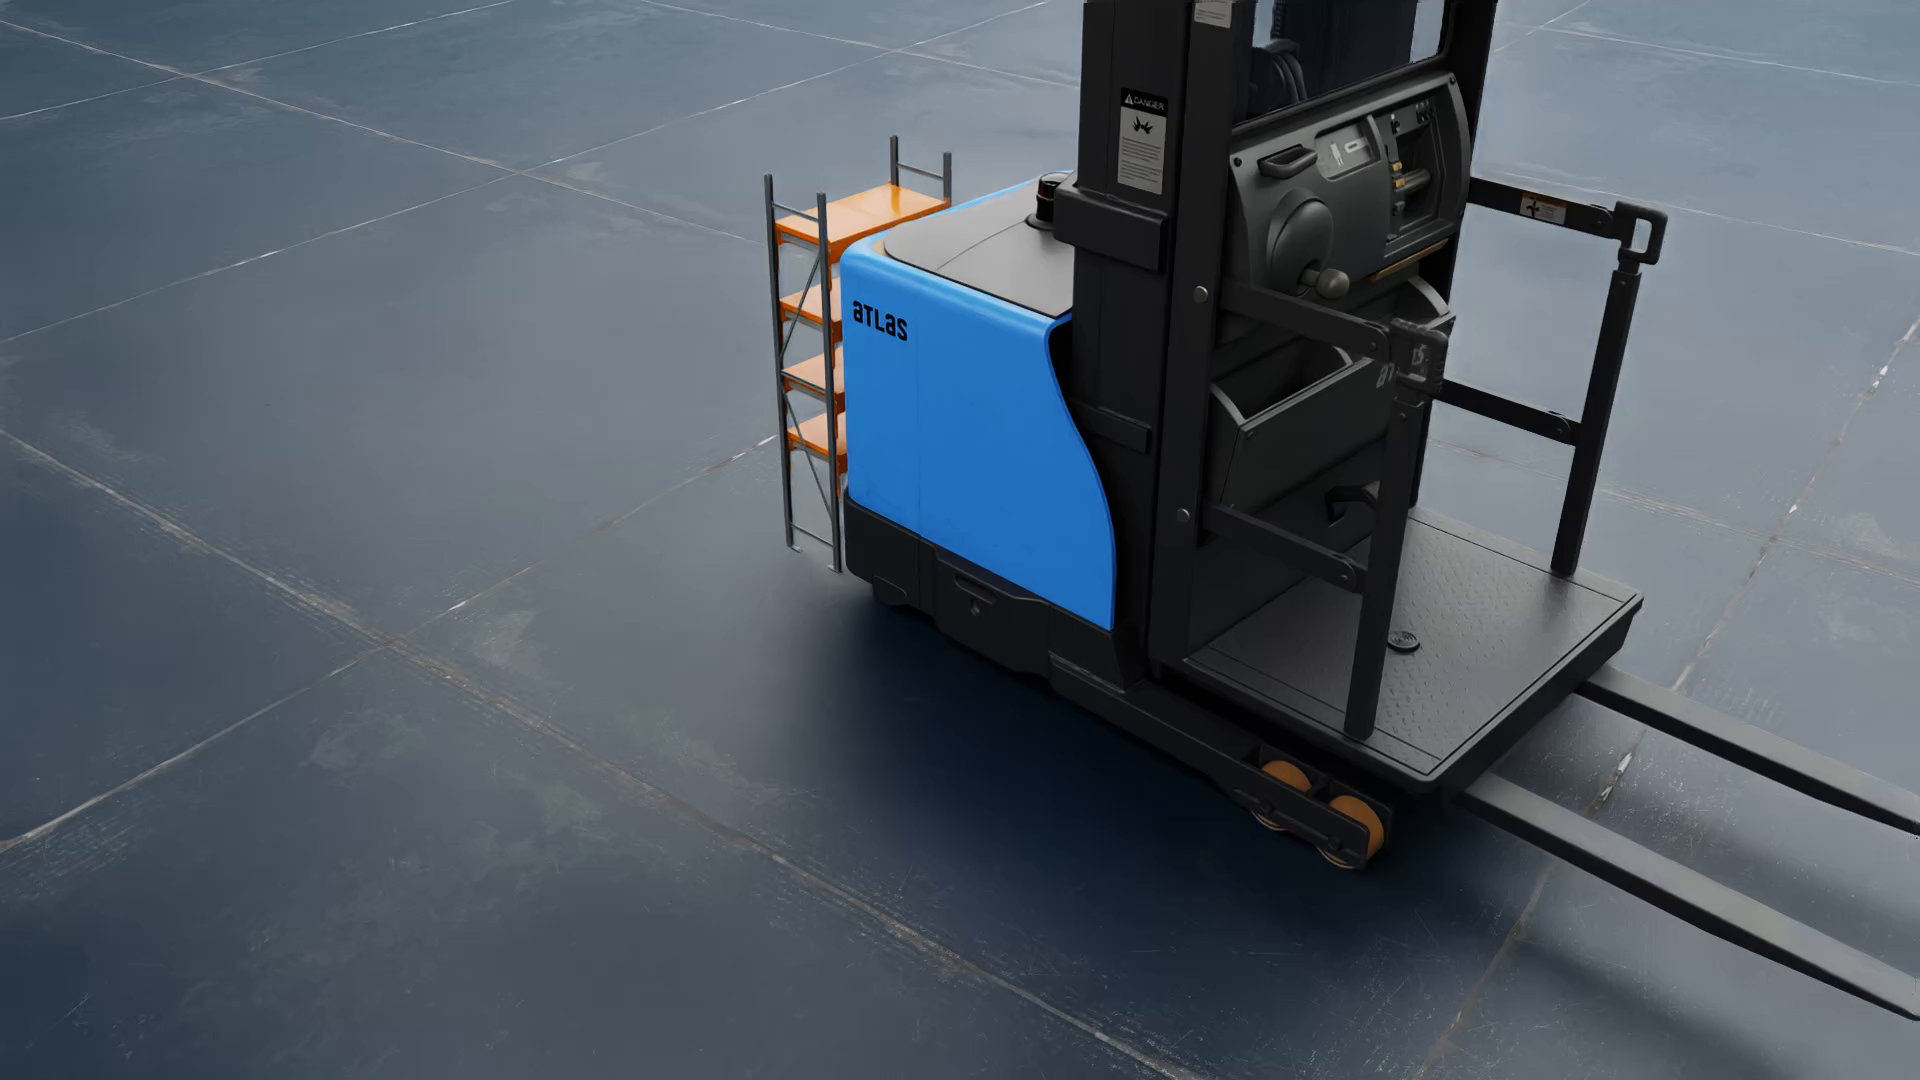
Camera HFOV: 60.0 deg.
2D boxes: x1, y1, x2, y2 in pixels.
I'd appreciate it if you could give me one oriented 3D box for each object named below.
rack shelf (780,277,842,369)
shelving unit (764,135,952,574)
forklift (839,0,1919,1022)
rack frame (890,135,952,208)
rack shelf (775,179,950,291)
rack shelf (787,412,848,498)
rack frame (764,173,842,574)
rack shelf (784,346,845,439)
[{"bbox_3d":[-0.284,-0.682,4.917,0.258,0.148,0.480,26,39,36],"label":"rack shelf"},{"bbox_3d":[-0.284,-0.547,4.996,0.258,1.200,0.503,26,39,36],"label":"shelving unit"},{"bbox_3d":[1.064,-0.785,3.700,3.031,2.935,1.130,26,40,37],"label":"forklift"},{"bbox_3d":[-0.115,-0.637,5.148,0.240,1.200,0.015,26,39,36],"label":"rack frame"},{"bbox_3d":[-0.284,-0.885,4.796,0.258,0.148,0.480,26,39,36],"label":"rack shelf"},{"bbox_3d":[-0.284,-0.318,5.132,0.258,0.148,0.480,26,39,36],"label":"rack shelf"},{"bbox_3d":[-0.452,-0.457,4.844,0.240,1.200,0.015,26,39,36],"label":"rack frame"},{"bbox_3d":[-0.284,-0.489,5.031,0.258,0.148,0.480,26,39,36],"label":"rack shelf"}]
